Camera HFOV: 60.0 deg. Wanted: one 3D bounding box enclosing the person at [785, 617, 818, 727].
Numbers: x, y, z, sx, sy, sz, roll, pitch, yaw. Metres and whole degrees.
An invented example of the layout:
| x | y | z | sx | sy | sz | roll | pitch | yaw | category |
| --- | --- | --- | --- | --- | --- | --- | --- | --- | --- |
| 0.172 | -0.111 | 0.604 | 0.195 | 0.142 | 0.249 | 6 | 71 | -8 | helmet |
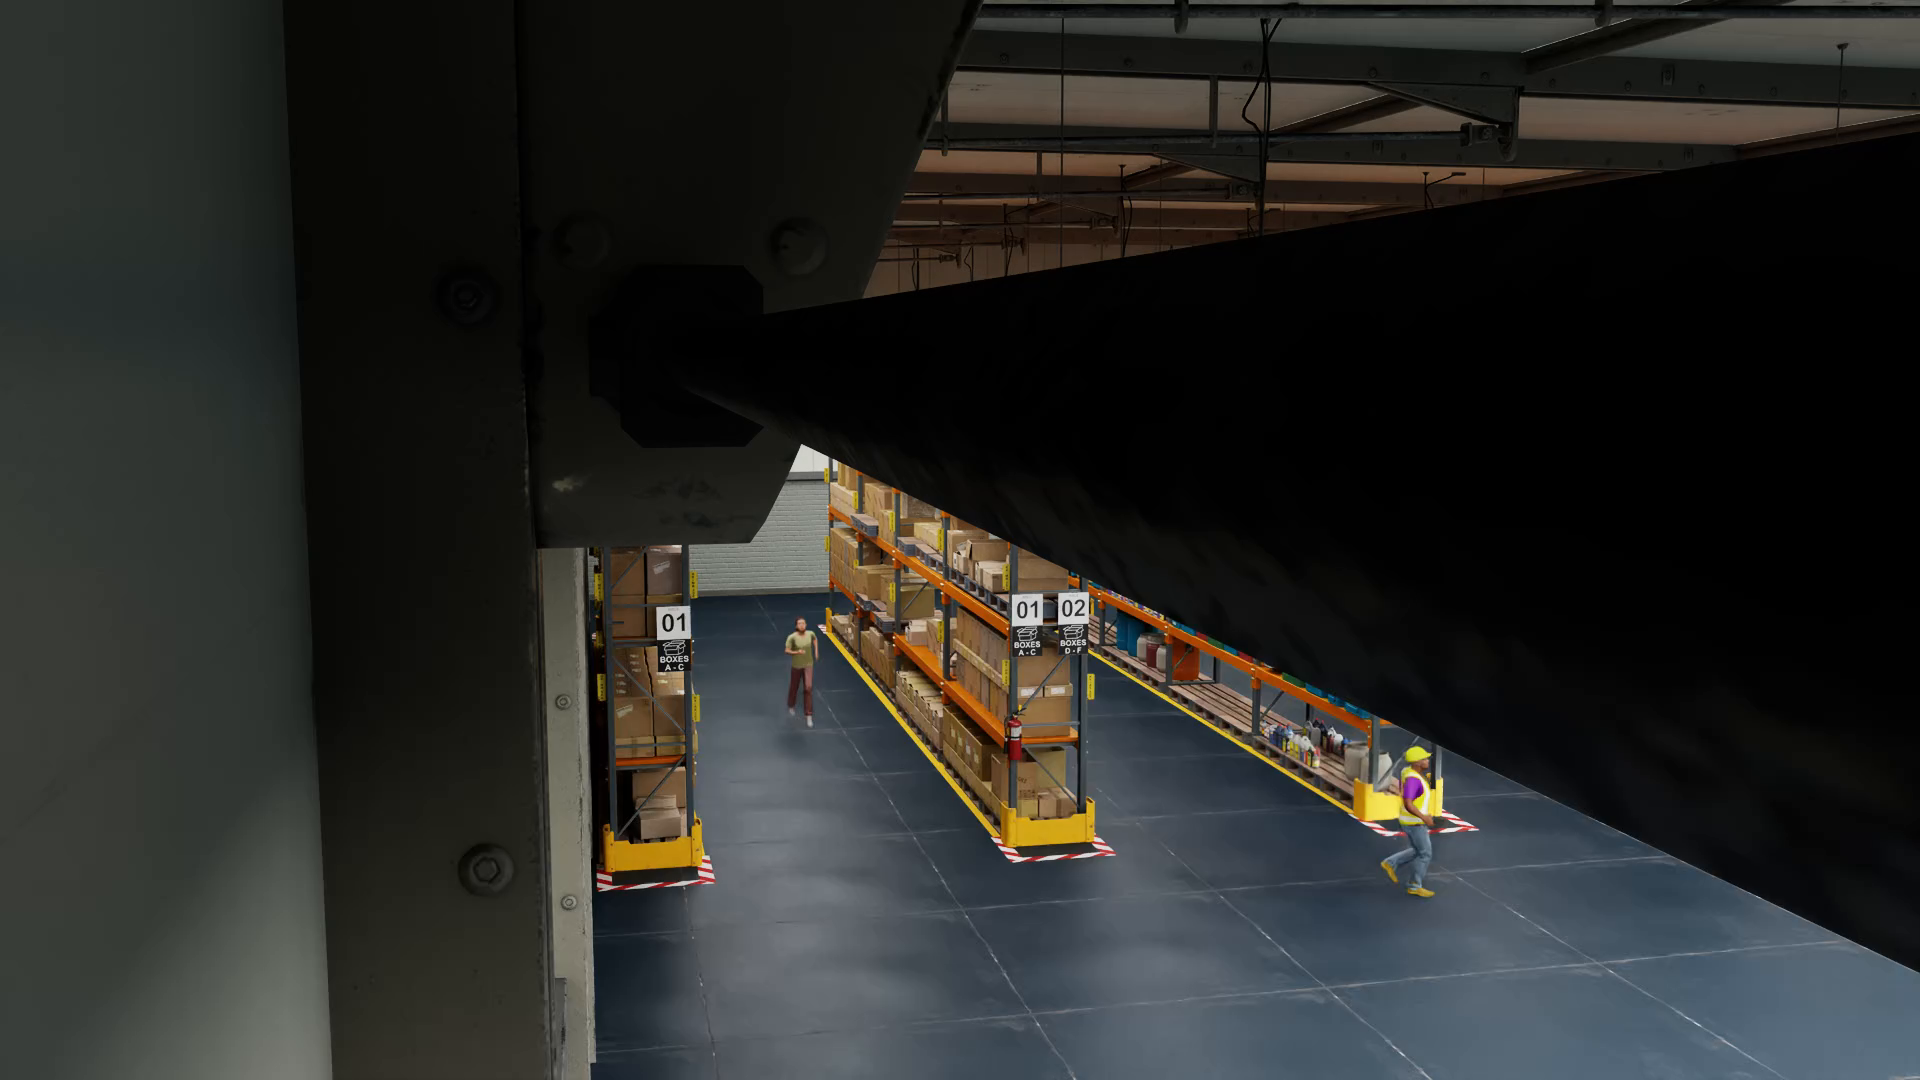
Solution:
| x | y | z | sx | sy | sz | roll | pitch | yaw | category |
| --- | --- | --- | --- | --- | --- | --- | --- | --- | --- |
| -2.559 | 2.086 | 26.848 | 0.581 | 1.748 | 0.843 | -2 | 7 | -17 | person |

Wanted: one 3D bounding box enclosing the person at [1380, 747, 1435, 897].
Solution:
| x | y | z | sx | sy | sz | roll | pitch | yaw | category |
| --- | --- | --- | --- | --- | --- | --- | --- | --- | --- |
| 5.169 | 3.219 | 19.055 | 0.573 | 1.734 | 0.718 | 2 | 7 | 13 | person |
